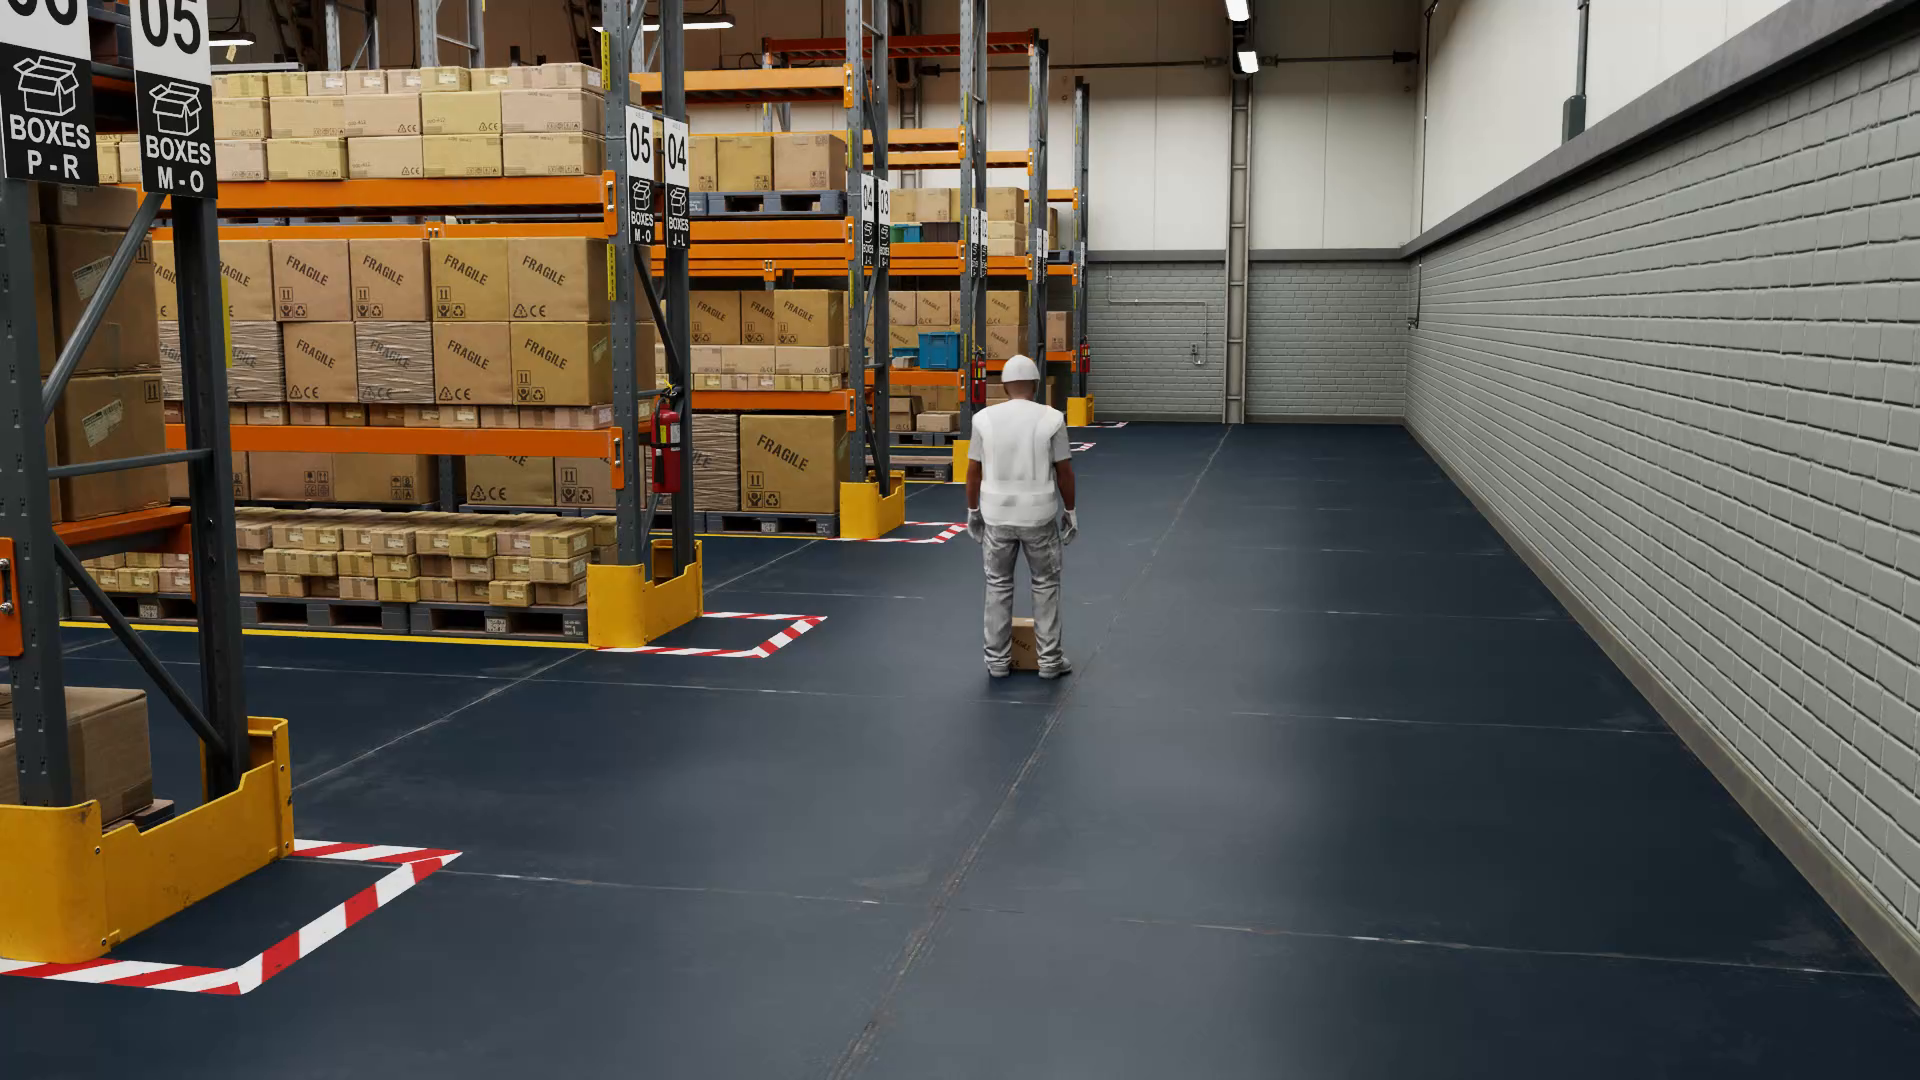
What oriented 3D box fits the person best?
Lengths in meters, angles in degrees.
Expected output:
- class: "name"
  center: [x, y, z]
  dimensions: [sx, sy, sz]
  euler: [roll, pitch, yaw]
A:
- class: "person"
  center: [0.342, -0.129, 9.201]
  dimensions: [0.619, 1.774, 0.446]
  euler: [2, 8, 12]
